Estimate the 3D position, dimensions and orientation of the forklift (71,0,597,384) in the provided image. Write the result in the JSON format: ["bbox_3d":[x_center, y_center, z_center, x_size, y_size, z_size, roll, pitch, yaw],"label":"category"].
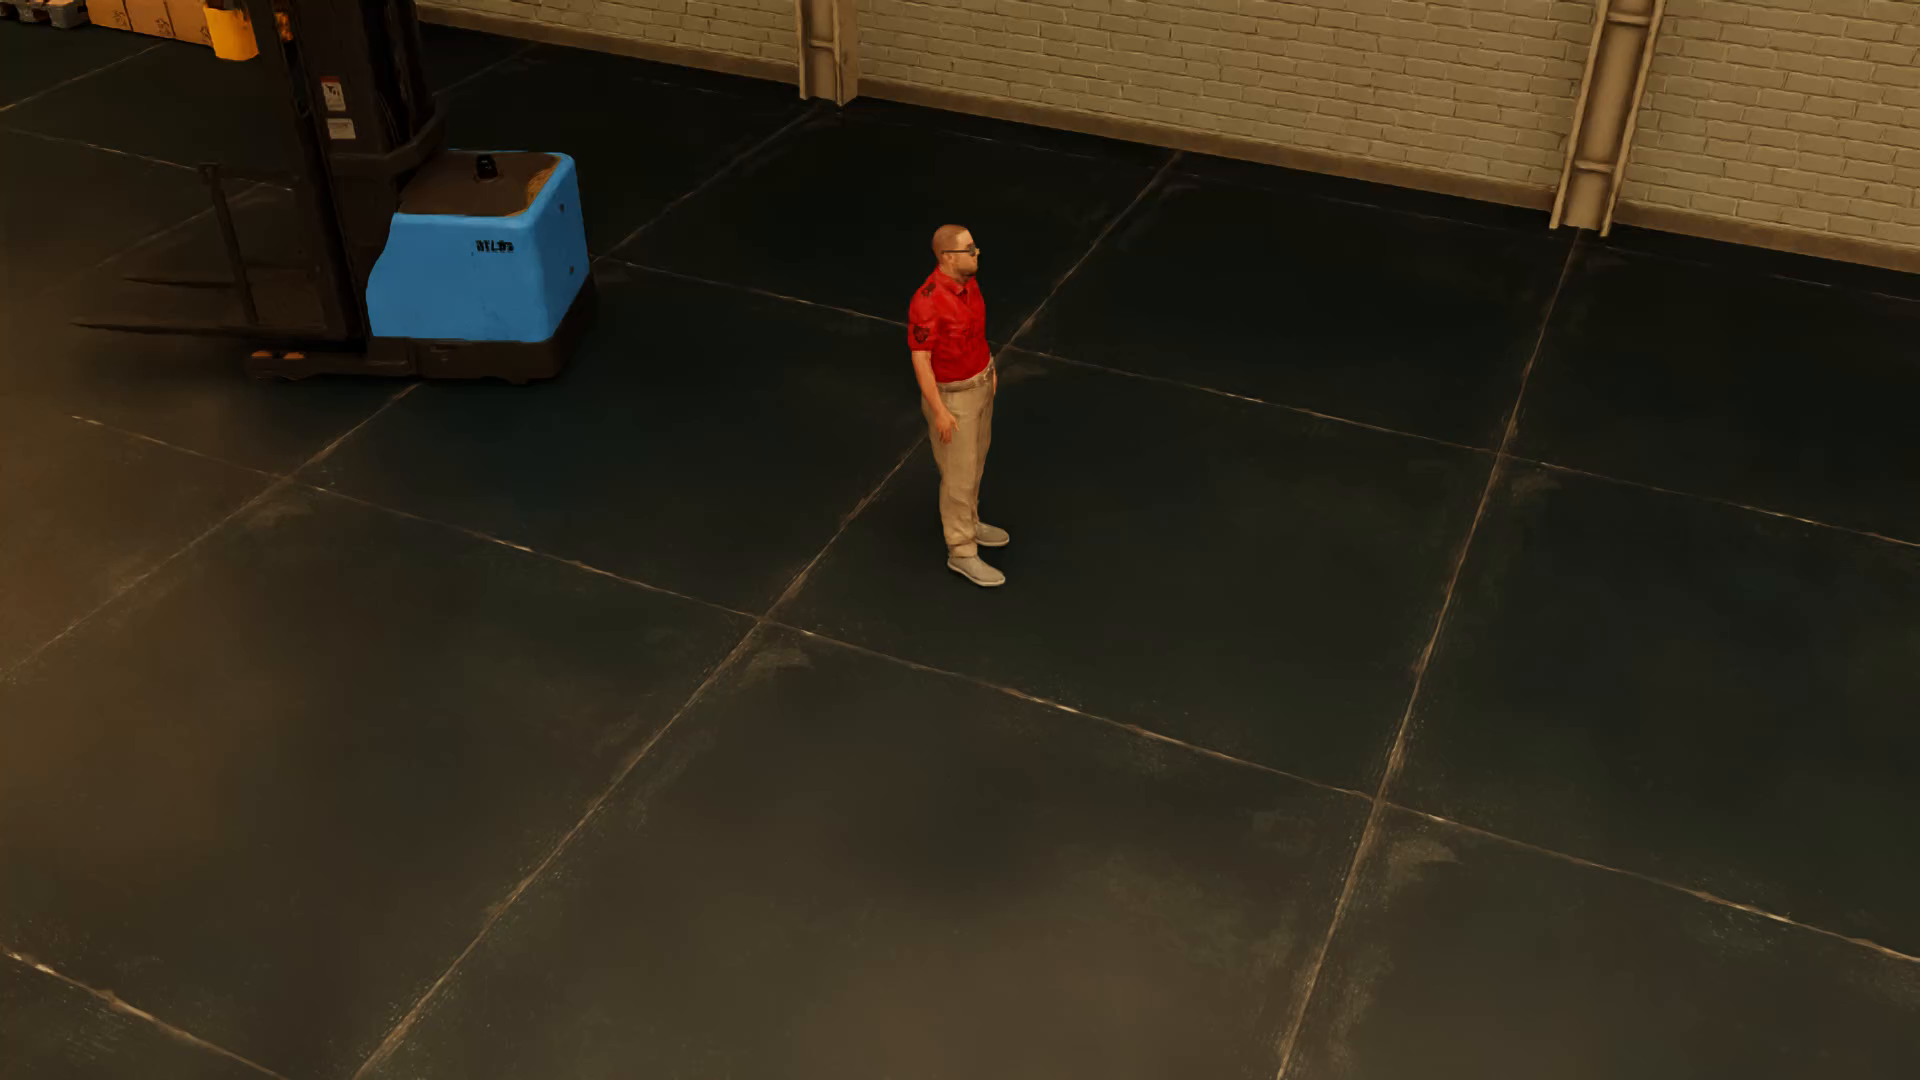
[{"bbox_3d":[-3.854,-2.452,9.525,3.031,2.935,1.130,3,36,4],"label":"forklift"}]

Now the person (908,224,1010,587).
[{"bbox_3d":[0.077,-0.654,8.085,0.550,1.659,0.640,15,38,20],"label":"person"}]
